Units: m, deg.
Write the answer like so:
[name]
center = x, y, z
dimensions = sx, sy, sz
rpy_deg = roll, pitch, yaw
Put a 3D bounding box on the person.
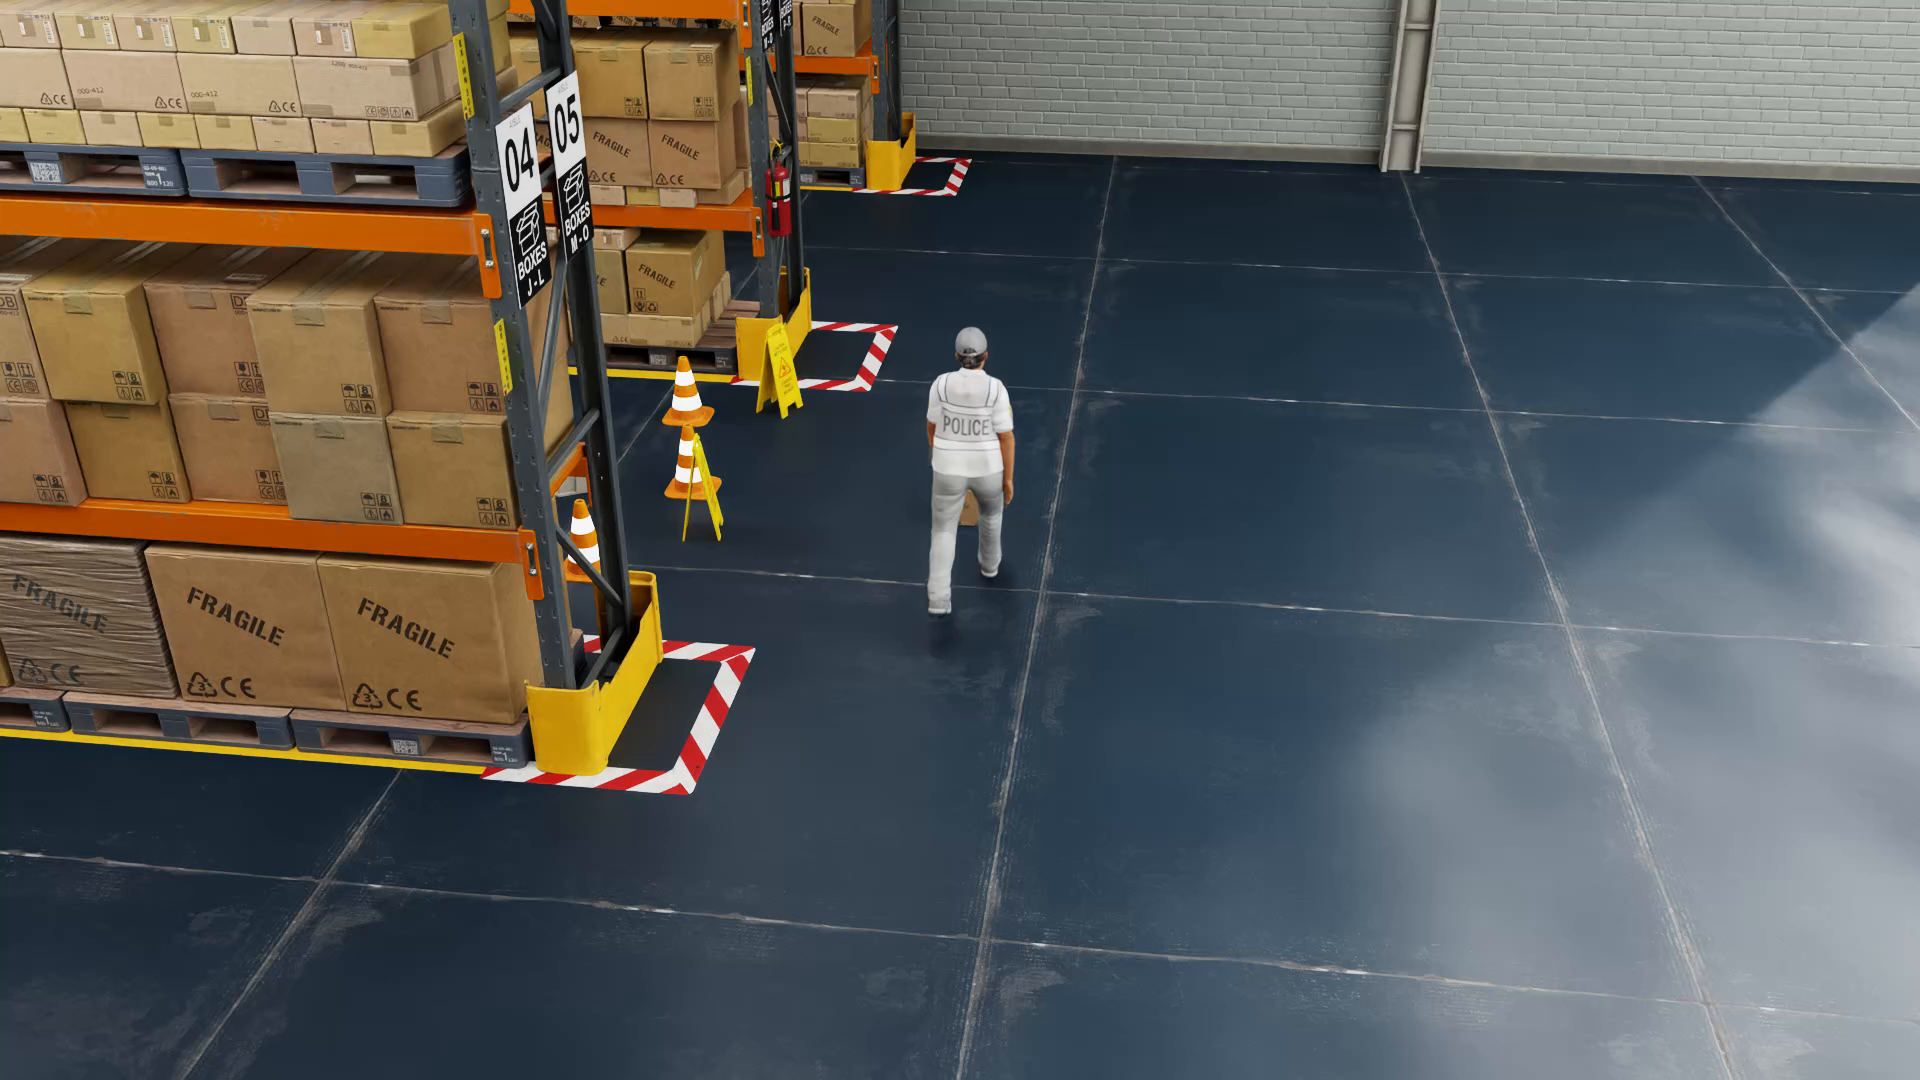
[person]
center = 0.057, -0.394, 9.357
dimensions = 0.496, 1.618, 0.991
rpy_deg = 1, 29, 2
